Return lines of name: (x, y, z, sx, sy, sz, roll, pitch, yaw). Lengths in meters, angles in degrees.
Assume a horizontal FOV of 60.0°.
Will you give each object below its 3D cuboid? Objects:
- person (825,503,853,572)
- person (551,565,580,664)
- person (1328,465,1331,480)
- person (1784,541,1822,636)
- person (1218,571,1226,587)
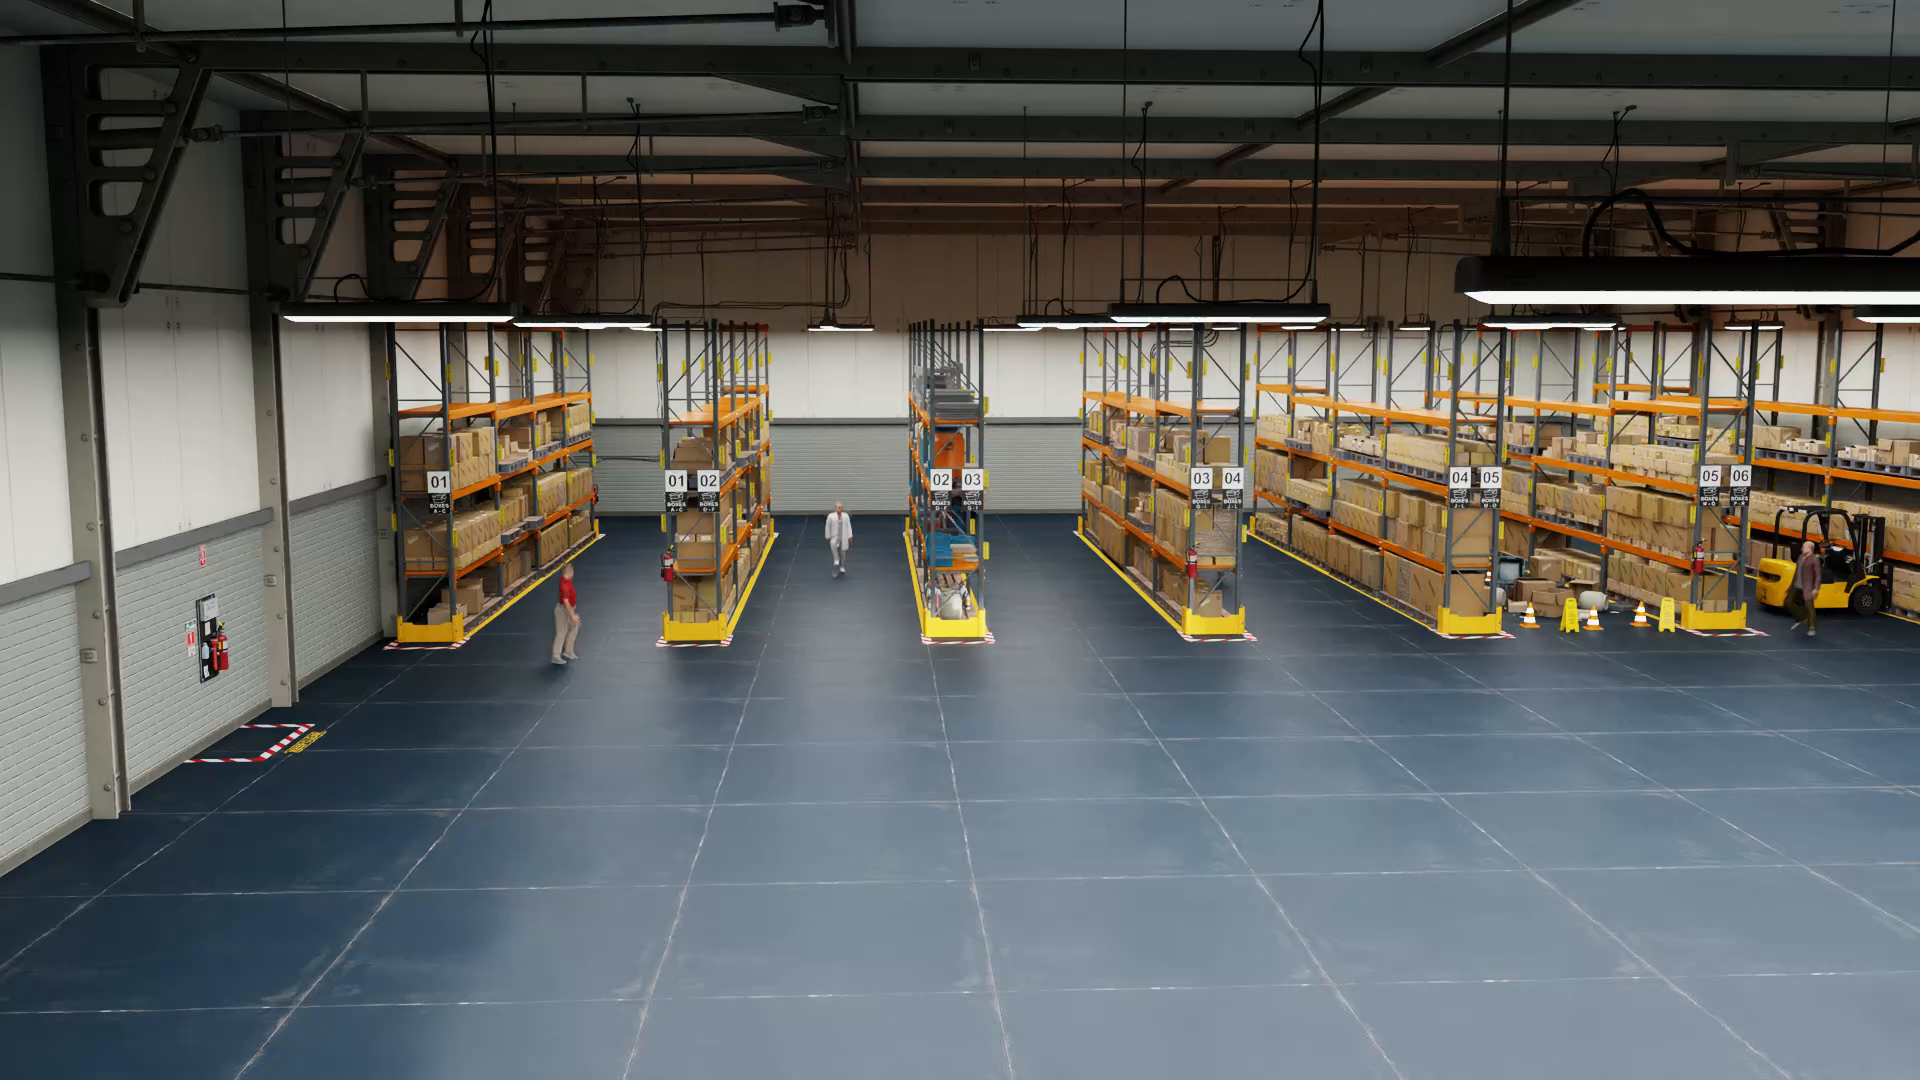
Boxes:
person: (-2.874, -0.037, 39.494, 0.658, 1.707, 1.121, -1, 7, -5)
person: (-6.895, 1.300, 29.149, 0.533, 1.755, 0.669, -1, 7, -5)
person: (11.452, -1.568, 52.169, 0.441, 1.676, 0.471, -2, 7, -18)
person: (16.165, 0.906, 31.780, 0.510, 1.781, 0.688, -3, 8, -26)
person: (6.130, 0.175, 38.298, 0.487, 1.703, 0.981, 0, 7, -2)
